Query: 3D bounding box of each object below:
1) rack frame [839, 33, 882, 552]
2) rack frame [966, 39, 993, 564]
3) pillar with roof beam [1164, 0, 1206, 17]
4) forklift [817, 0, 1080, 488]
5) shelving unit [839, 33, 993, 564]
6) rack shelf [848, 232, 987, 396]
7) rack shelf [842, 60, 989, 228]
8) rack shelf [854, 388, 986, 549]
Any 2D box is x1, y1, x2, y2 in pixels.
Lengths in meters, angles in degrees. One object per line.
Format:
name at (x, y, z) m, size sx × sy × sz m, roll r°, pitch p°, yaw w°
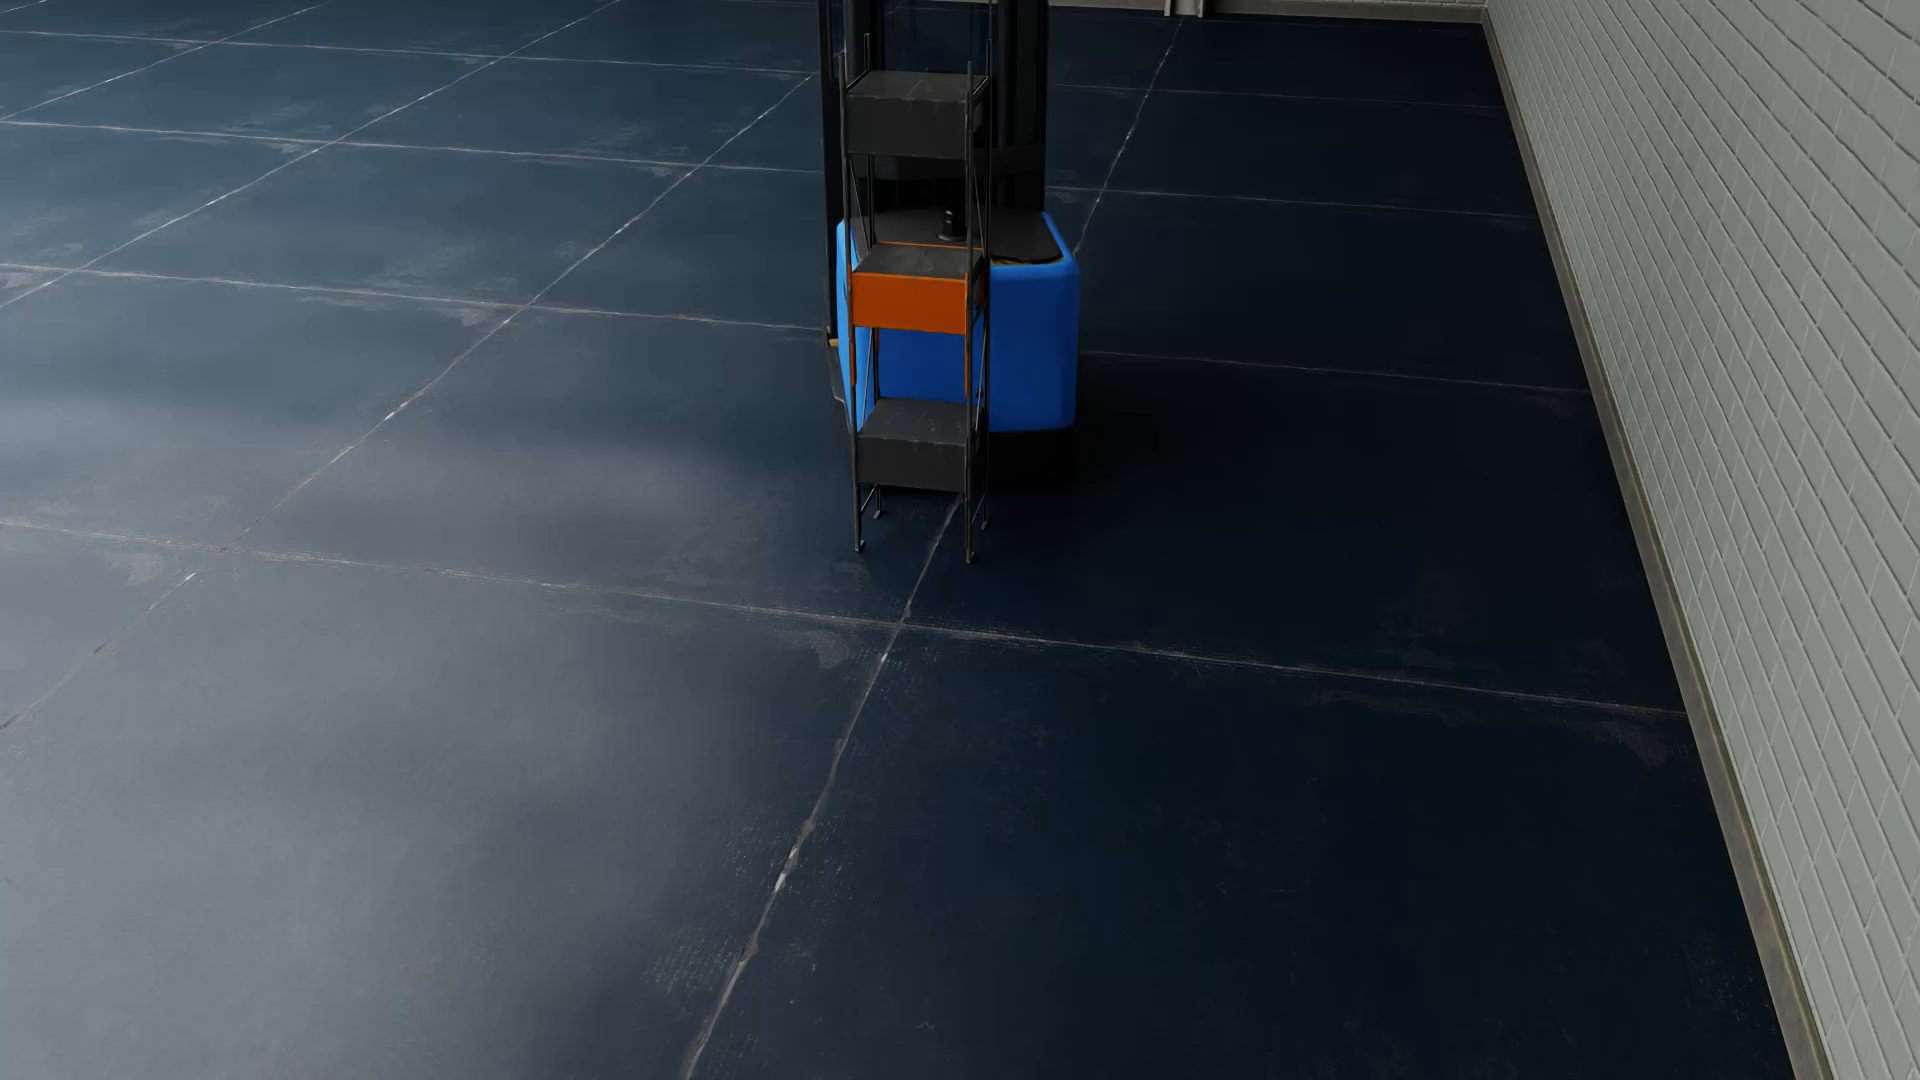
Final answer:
rack frame at (-0.401, -0.962, 6.821) m, size 0.015 × 2.100 × 0.400 m, roll 6°, pitch 29°, yaw 11°
rack frame at (0.077, -0.913, 6.731) m, size 0.015 × 2.100 × 0.400 m, roll 6°, pitch 29°, yaw 11°
pillar with roof beam at (1.430, -7.372, 11.346) m, size 0.400 × 9.000 × 9.100 m, roll 6°, pitch 29°, yaw 11°
forklift at (-0.157, -2.206, 8.227) m, size 1.130 × 2.935 × 3.031 m, roll -3°, pitch 29°, yaw -6°
shelving unit at (-0.162, -0.938, 6.776) m, size 0.503 × 2.100 × 0.431 m, roll 6°, pitch 29°, yaw 11°
rack shelf at (-0.162, -0.926, 6.783) m, size 0.480 × 0.518 × 0.431 m, roll 6°, pitch 29°, yaw 11°
rack shelf at (-0.162, -1.540, 6.447) m, size 0.480 × 0.518 × 0.431 m, roll 6°, pitch 29°, yaw 11°
rack shelf at (-0.162, -0.312, 7.119) m, size 0.480 × 0.518 × 0.431 m, roll 6°, pitch 29°, yaw 11°
